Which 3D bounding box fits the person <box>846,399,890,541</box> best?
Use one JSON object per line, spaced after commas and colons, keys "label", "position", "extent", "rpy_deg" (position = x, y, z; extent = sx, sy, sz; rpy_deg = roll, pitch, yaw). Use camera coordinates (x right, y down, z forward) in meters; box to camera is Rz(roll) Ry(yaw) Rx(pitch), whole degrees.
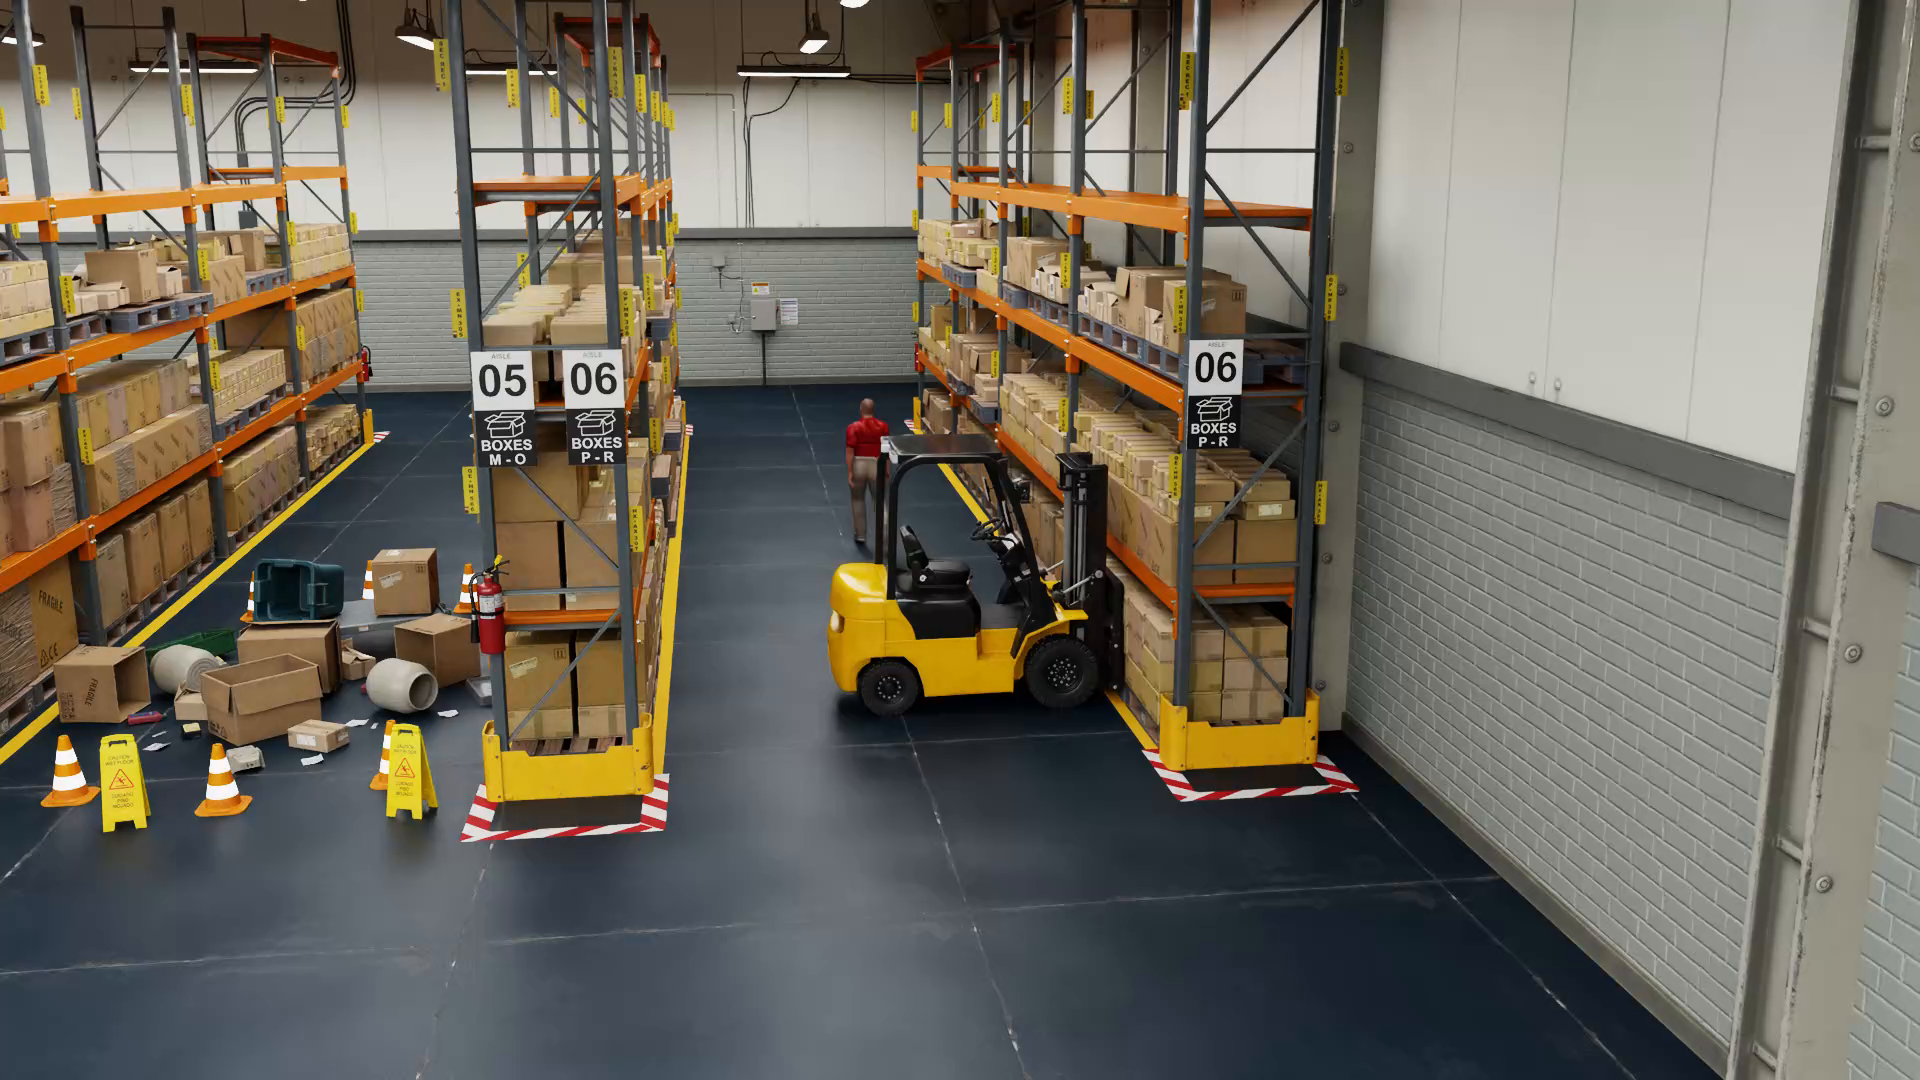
{"label": "person", "position": [-1.072, -0.808, 19.433], "extent": [0.539, 1.705, 0.663], "rpy_deg": [-3, 13, -13]}
